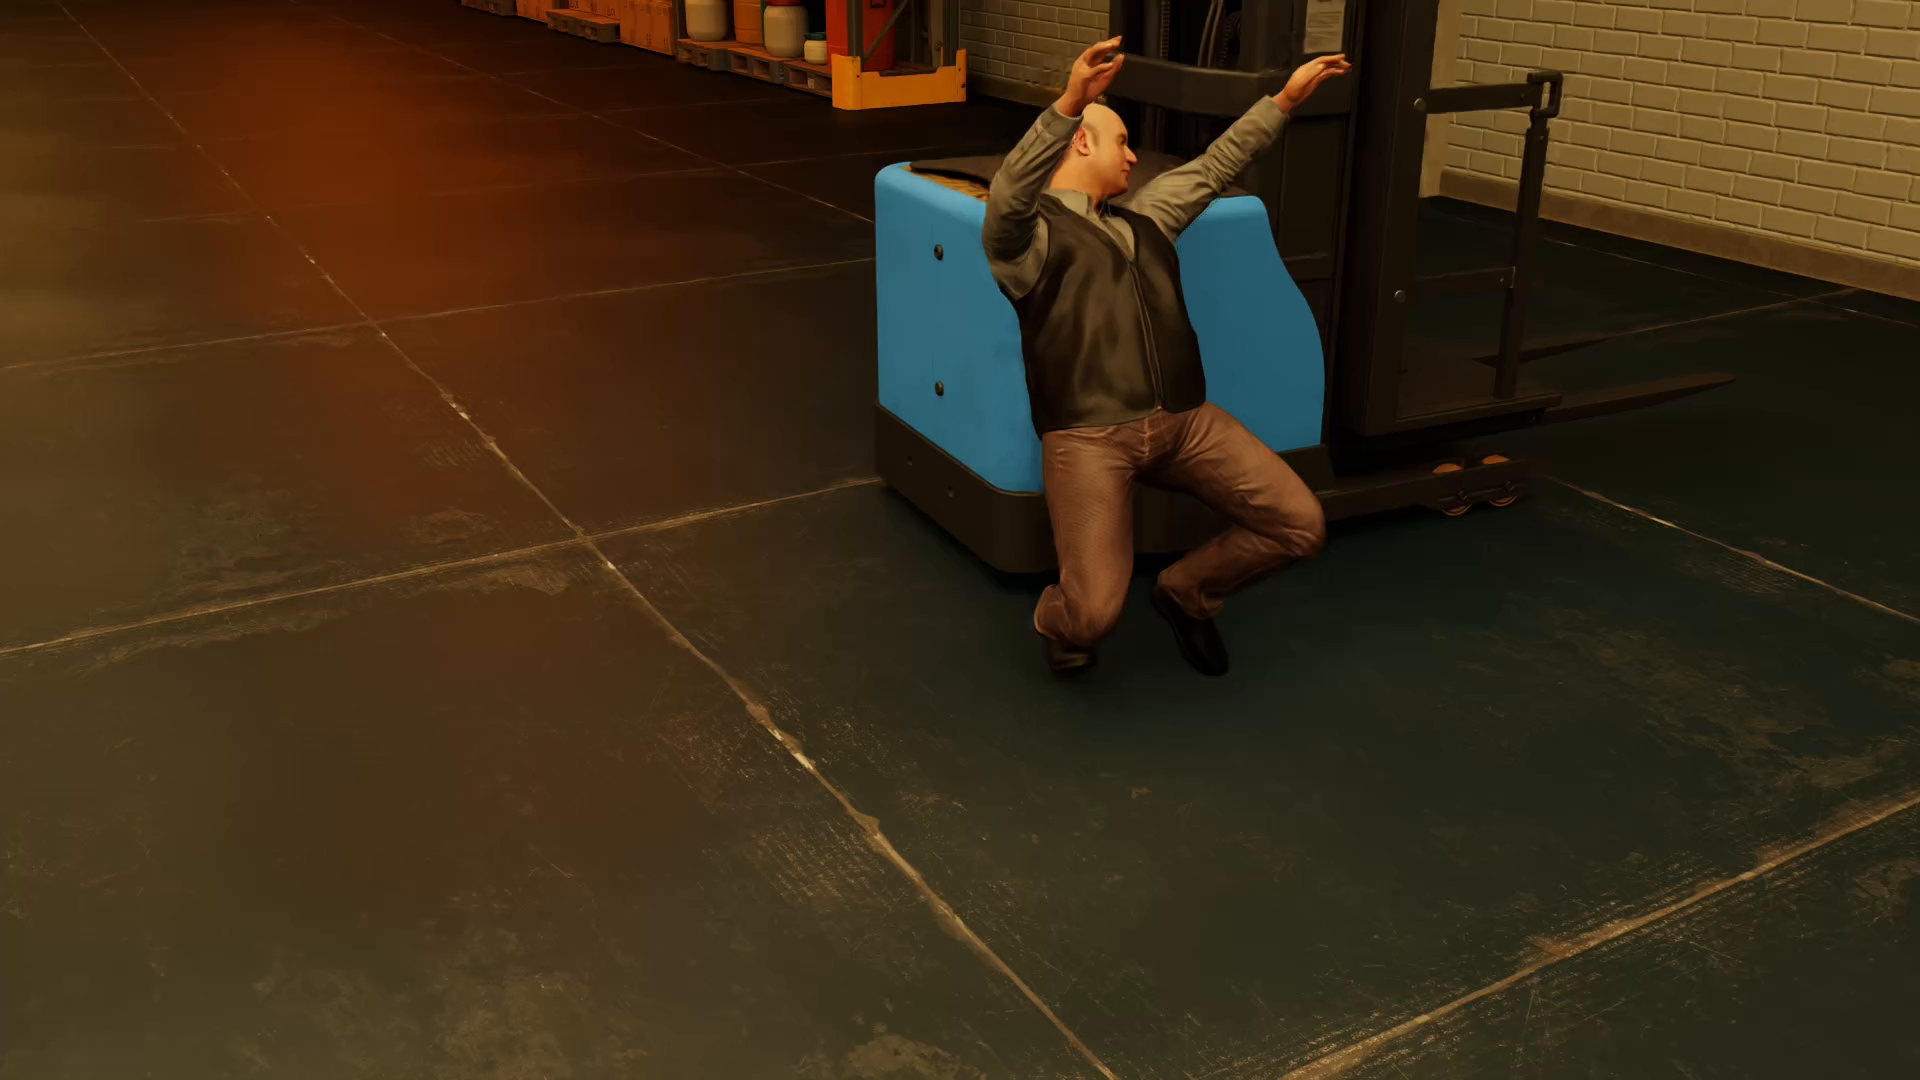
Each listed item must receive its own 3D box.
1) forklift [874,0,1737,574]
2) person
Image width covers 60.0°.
[{"bbox_3d":[1.280,-1.603,5.181,3.031,2.935,1.130,-10,24,-23],"label":"forklift"},{"bbox_3d":[0.521,-0.413,4.041,1.004,1.626,0.787,-12,25,-26],"label":"person"}]
